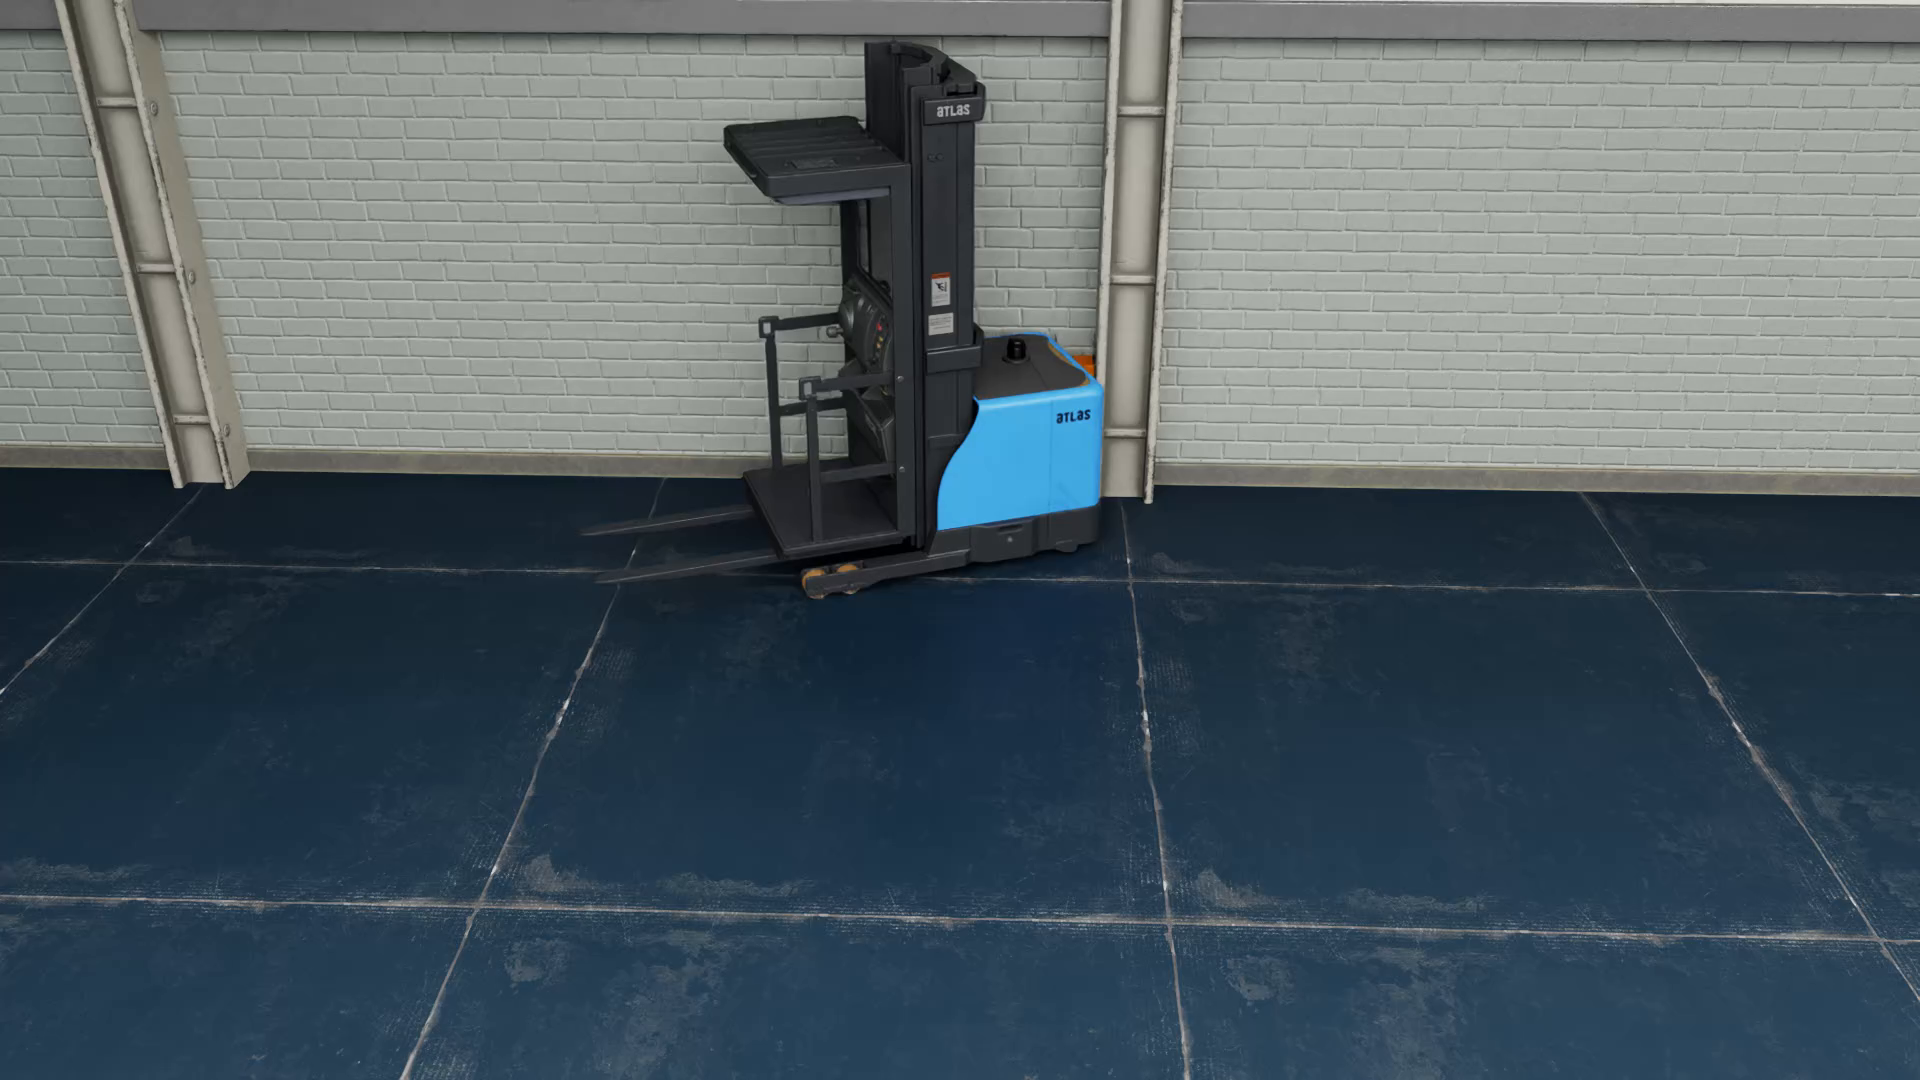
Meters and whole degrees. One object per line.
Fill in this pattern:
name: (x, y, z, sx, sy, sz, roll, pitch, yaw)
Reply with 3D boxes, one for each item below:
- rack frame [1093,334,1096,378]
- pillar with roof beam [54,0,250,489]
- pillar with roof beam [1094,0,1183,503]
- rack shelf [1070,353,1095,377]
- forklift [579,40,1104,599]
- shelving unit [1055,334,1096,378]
rack frame: (0.839, -0.779, 10.607, 0.008, 1.050, 0.200, 1, 26, 1)
pillar with roof beam: (-5.101, -2.372, 5.116, 0.400, 9.000, 9.100, 1, 28, 2)
pillar with roof beam: (0.895, -2.272, 4.929, 0.400, 9.000, 9.100, 1, 28, 2)
rack shelf: (0.719, -1.027, 10.490, 0.240, 0.259, 0.215, 1, 26, 1)
forklift: (-0.721, -1.234, 9.448, 3.031, 2.935, 1.130, -9, 29, -16)
shelving unit: (0.717, -0.781, 10.609, 0.252, 1.050, 0.215, 1, 26, 1)
